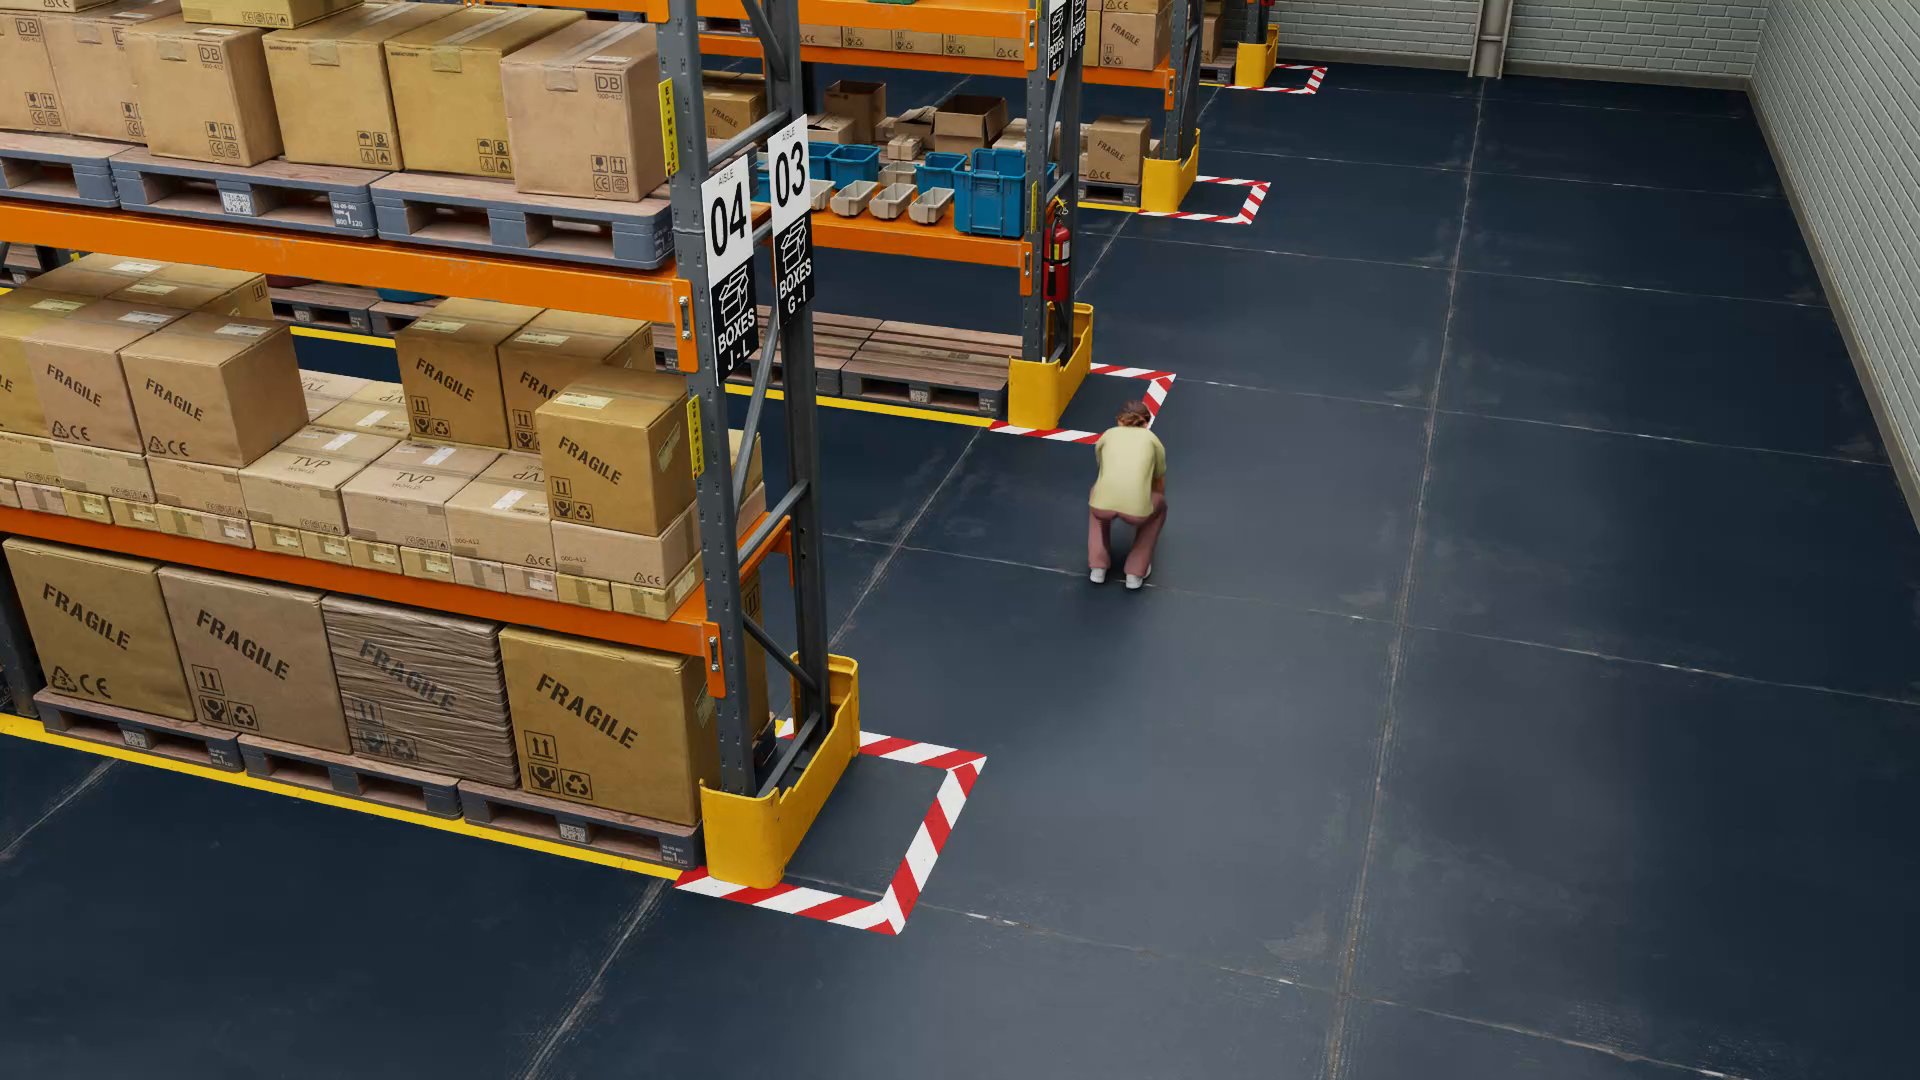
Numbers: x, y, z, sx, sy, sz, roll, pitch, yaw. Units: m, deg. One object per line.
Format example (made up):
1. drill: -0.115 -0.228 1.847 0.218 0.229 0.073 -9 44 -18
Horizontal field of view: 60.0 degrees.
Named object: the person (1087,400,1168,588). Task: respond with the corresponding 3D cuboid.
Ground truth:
1. person: 0.976 -0.262 9.735 0.466 0.930 0.832 8 30 13
